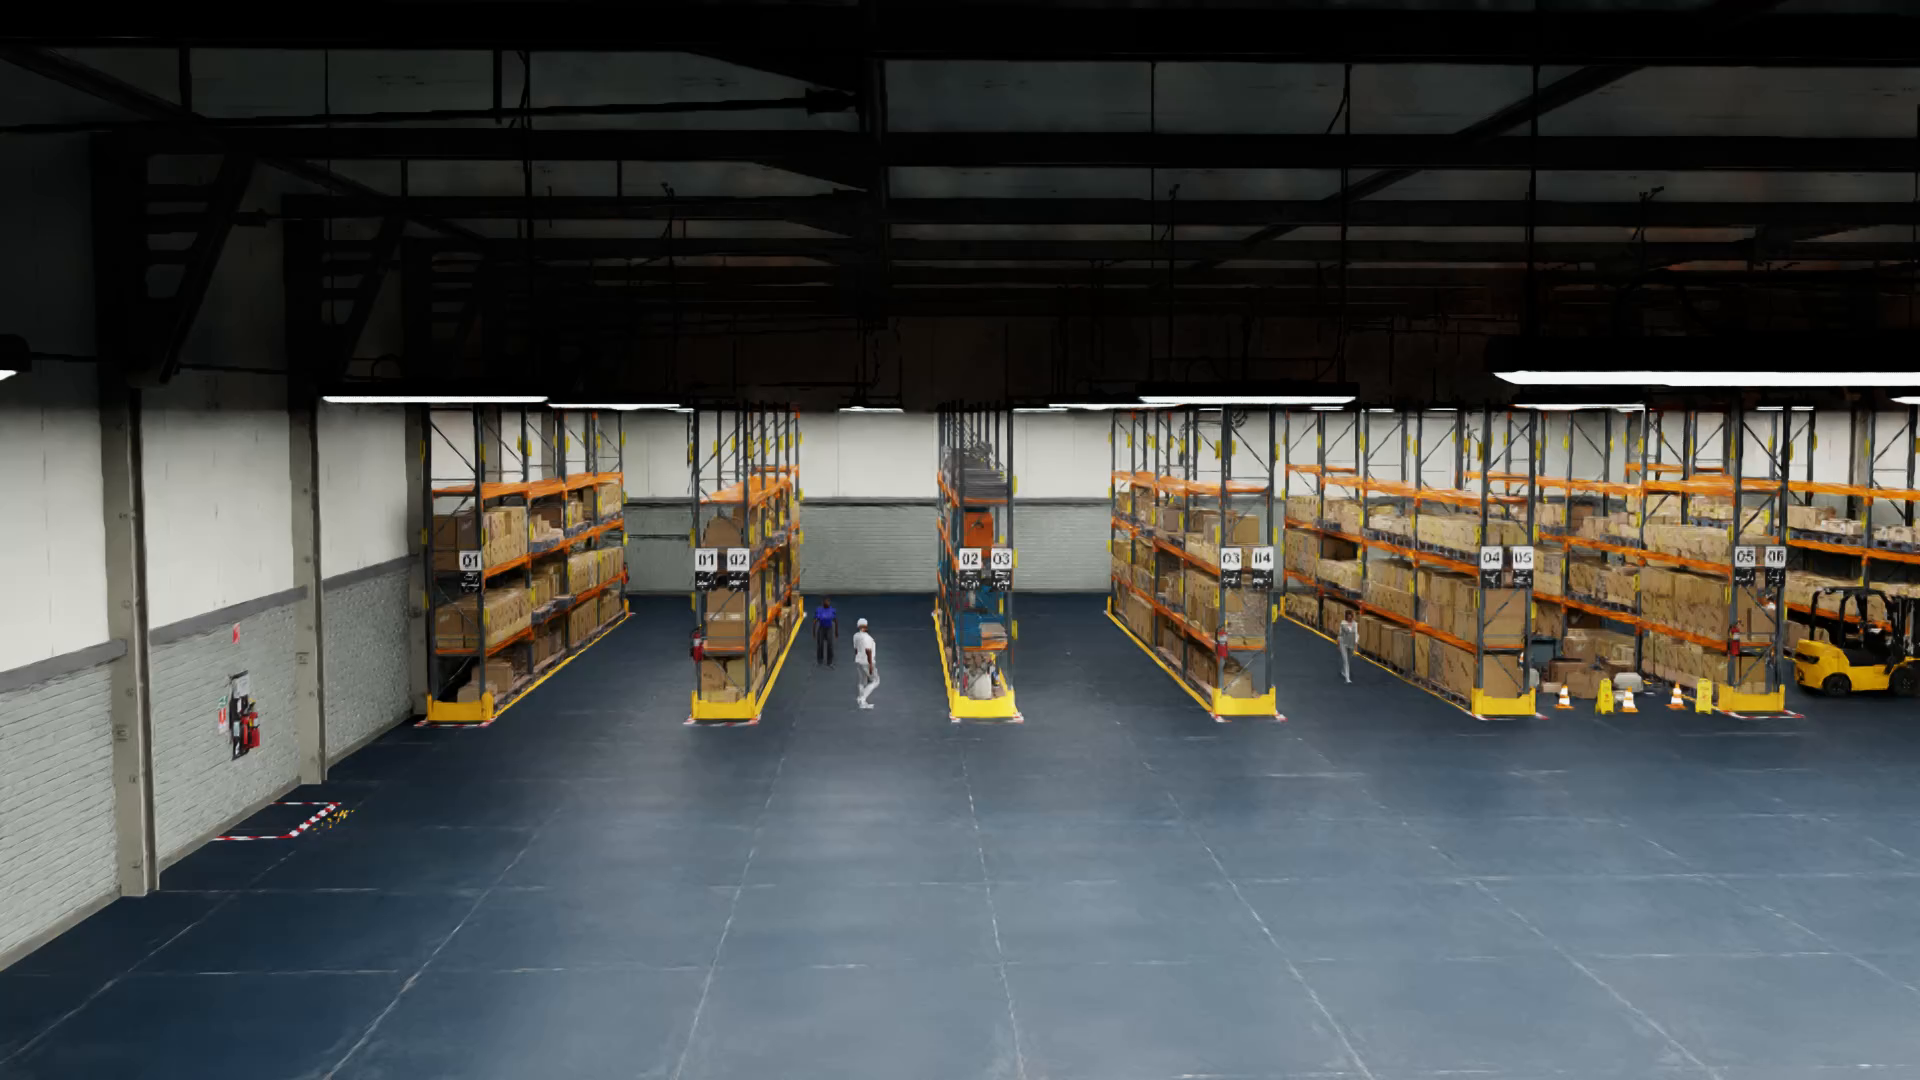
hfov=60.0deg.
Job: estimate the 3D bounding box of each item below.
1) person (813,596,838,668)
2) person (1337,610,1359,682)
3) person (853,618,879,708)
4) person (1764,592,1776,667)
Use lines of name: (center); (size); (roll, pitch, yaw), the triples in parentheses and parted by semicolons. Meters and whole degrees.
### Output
person: (-3.053, 2.054, 37.702); (0.584, 1.621, 0.659); (-1, 4, -10)
person: (8.320, 2.250, 35.616); (0.417, 1.525, 1.033); (0, 4, -3)
person: (-1.852, 2.395, 32.254); (0.456, 1.752, 0.607); (-3, 5, -32)
person: (18.363, 2.012, 37.747); (0.550, 1.661, 0.586); (2, 5, 24)
